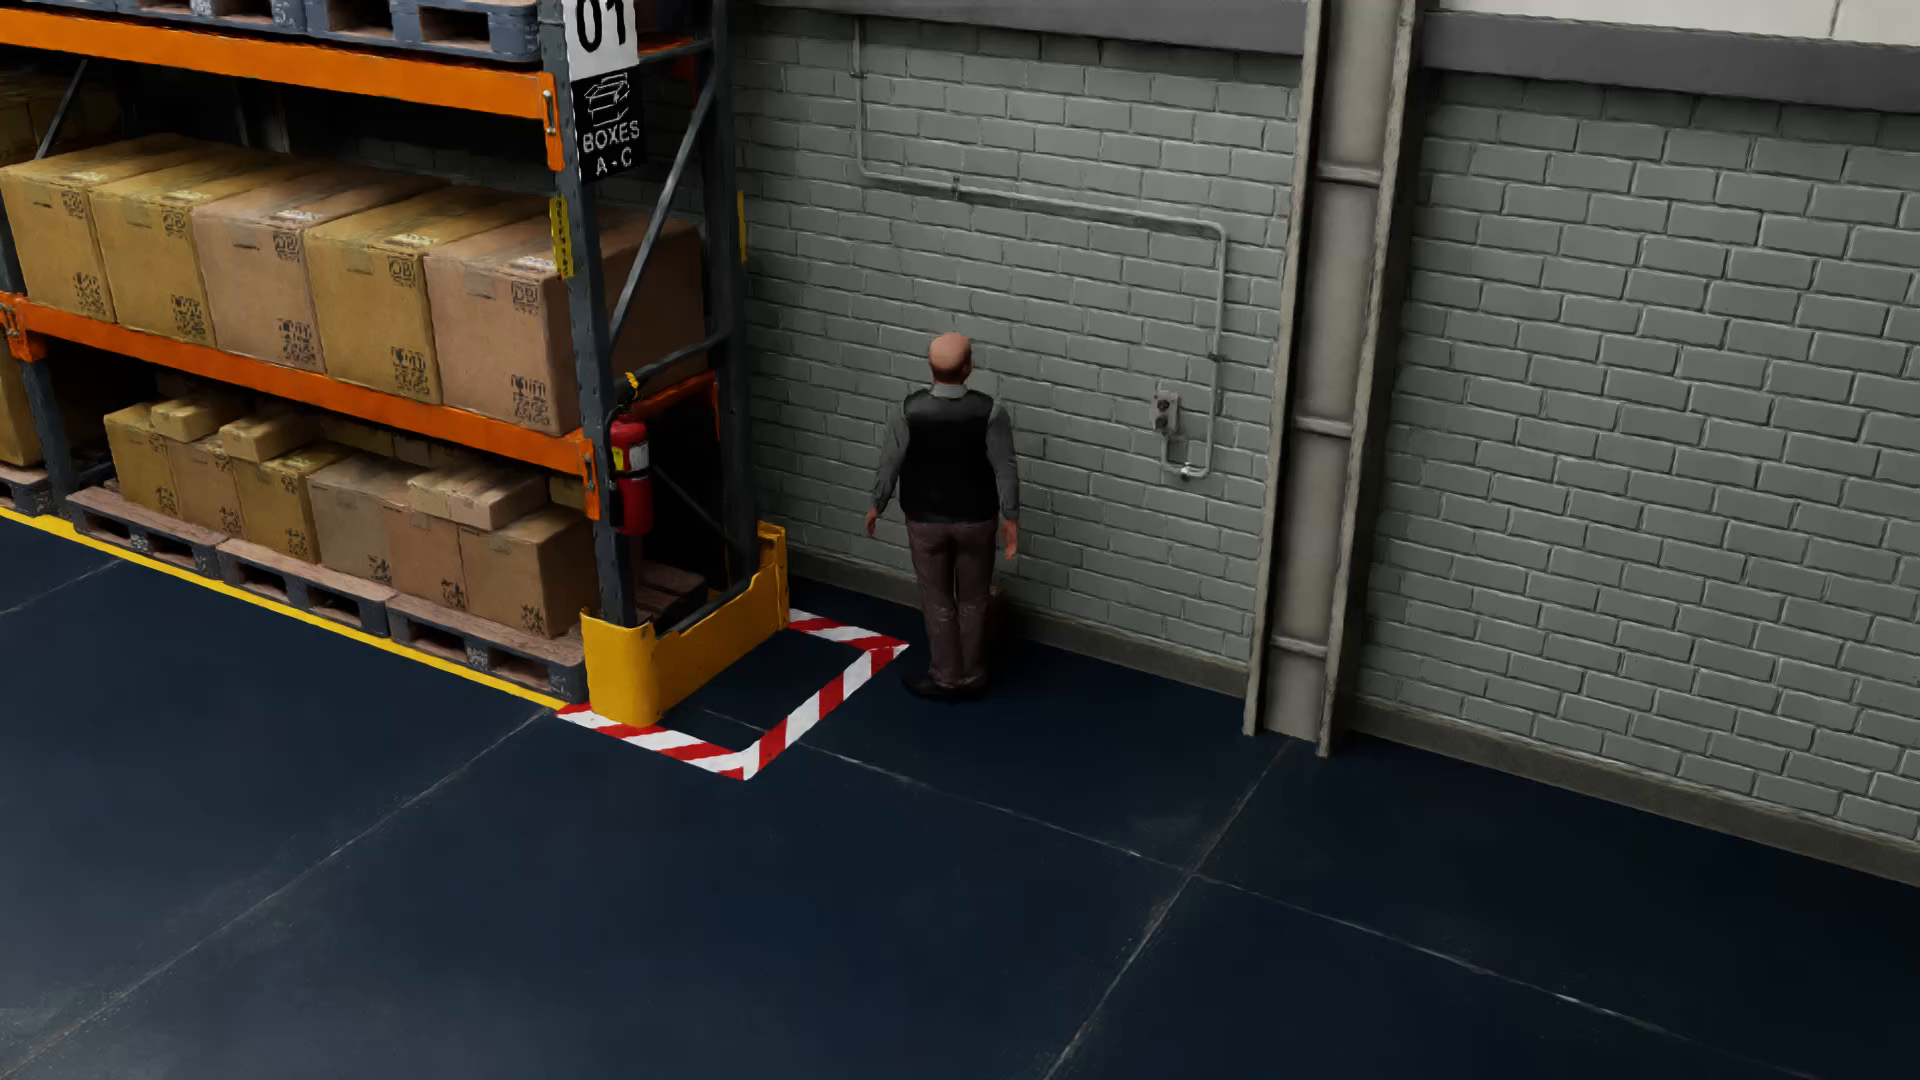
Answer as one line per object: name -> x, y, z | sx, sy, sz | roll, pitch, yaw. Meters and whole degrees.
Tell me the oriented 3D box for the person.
person -> -0.079, -0.098, 7.302 | 0.678, 1.725, 0.353 | 0, 26, 0
